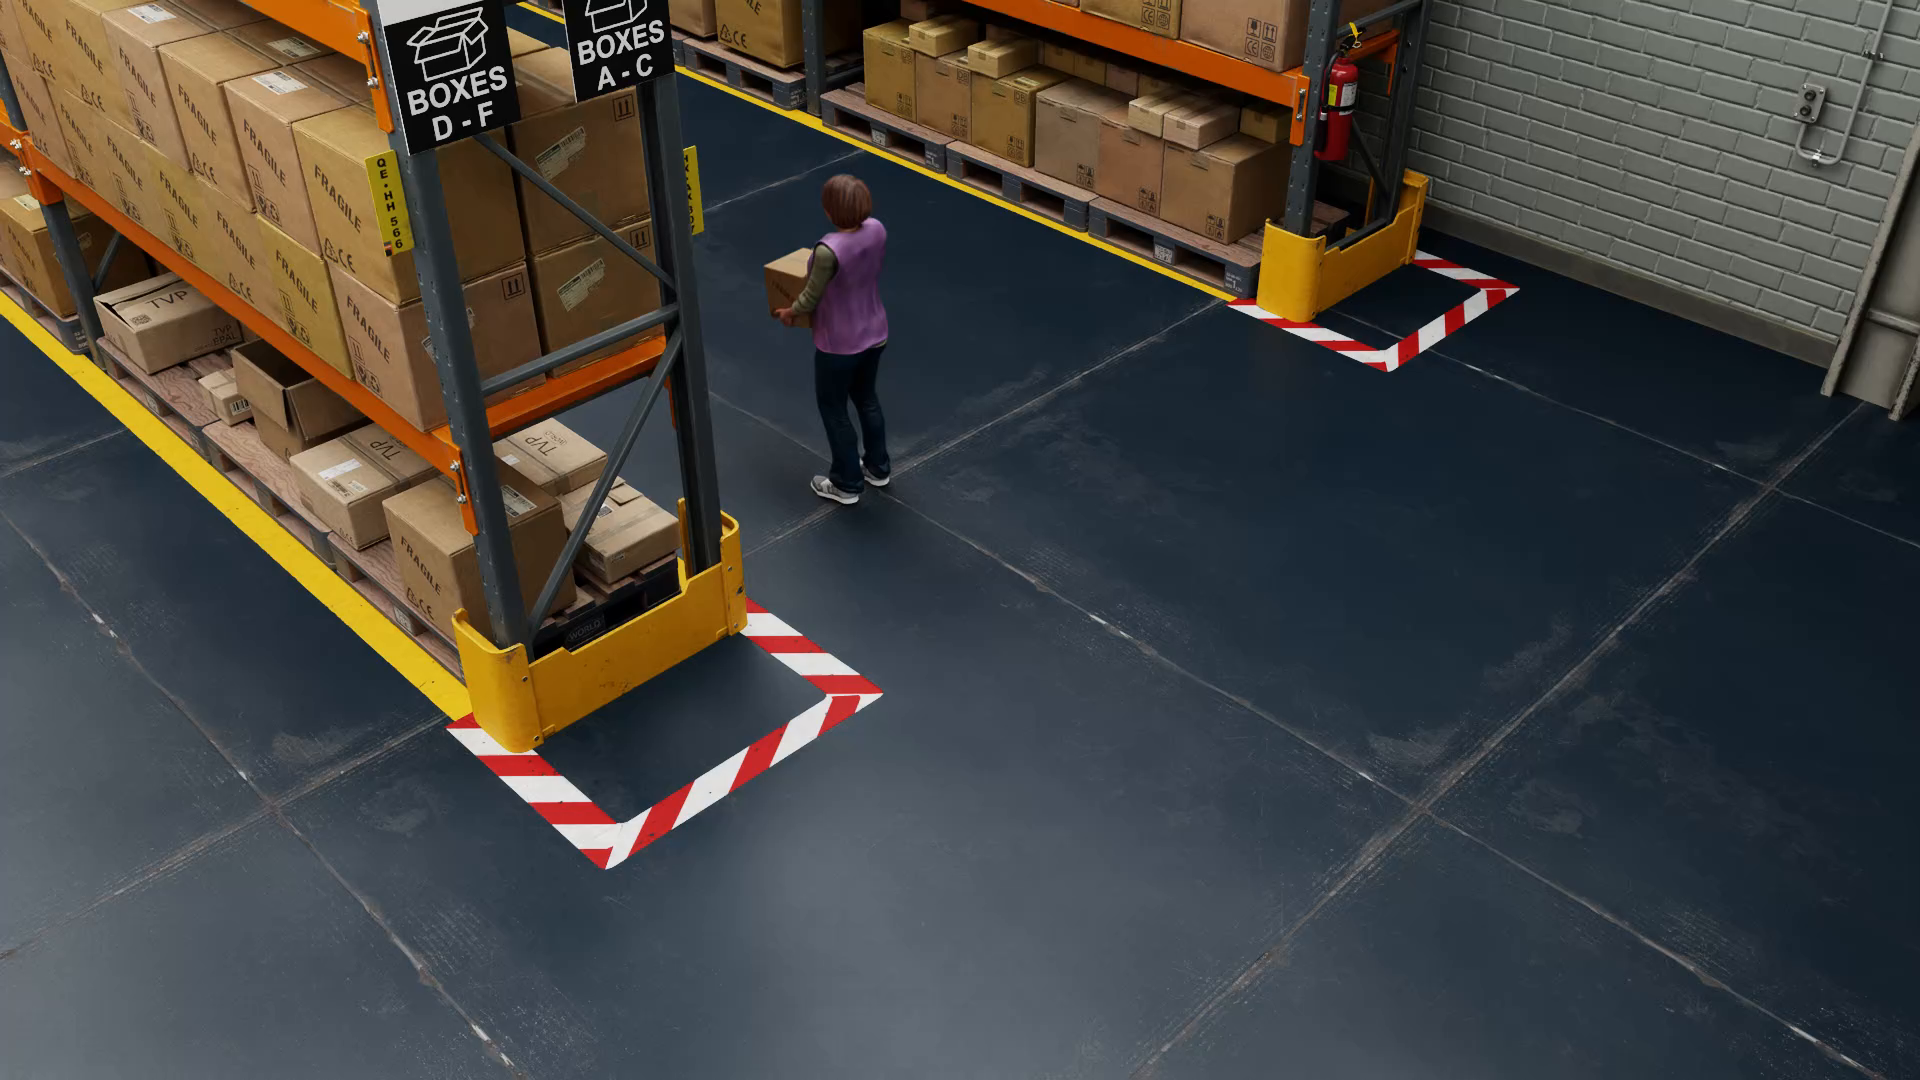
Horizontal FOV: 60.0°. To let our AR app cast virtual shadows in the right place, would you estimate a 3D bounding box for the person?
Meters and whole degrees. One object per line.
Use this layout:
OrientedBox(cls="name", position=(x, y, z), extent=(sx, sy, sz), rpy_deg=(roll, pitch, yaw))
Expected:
OrientedBox(cls="person", position=(-0.557, -0.917, 7.419), extent=(0.492, 1.594, 0.419), rpy_deg=(27, 44, 32))
